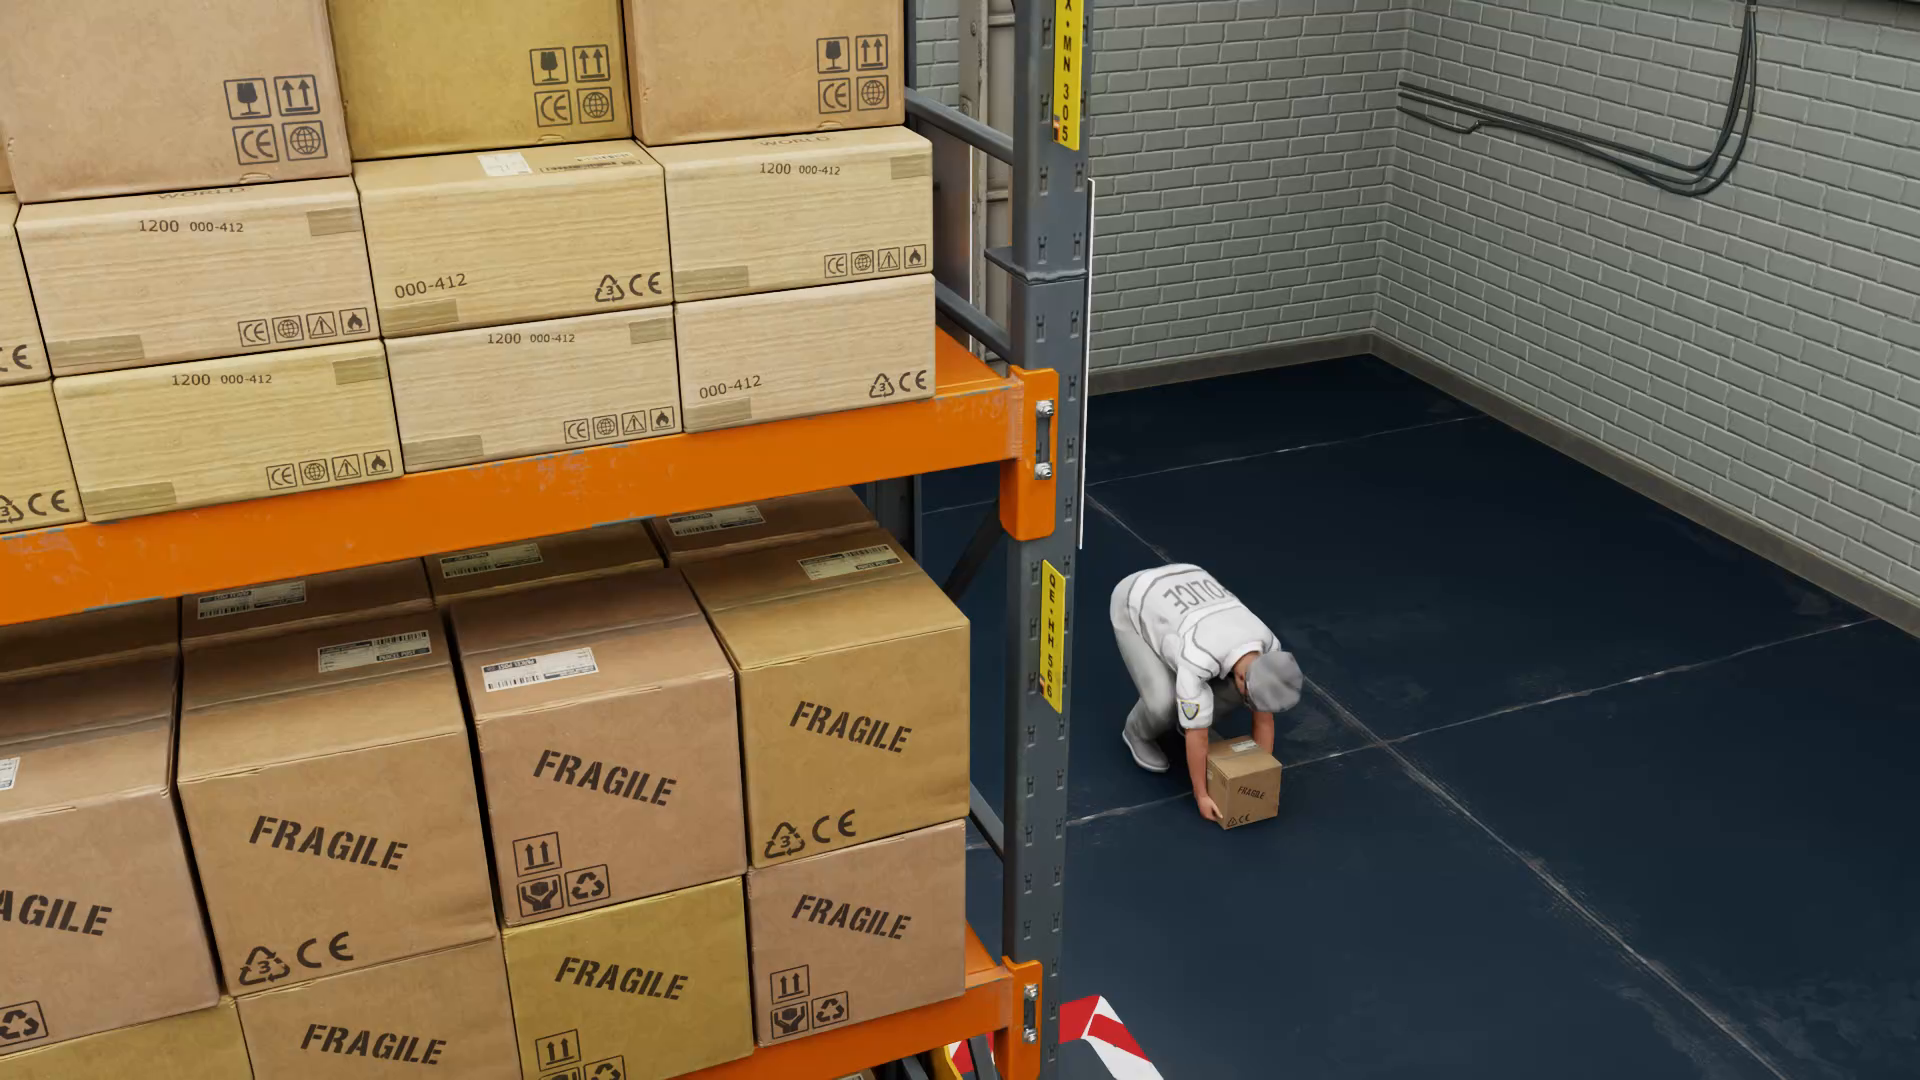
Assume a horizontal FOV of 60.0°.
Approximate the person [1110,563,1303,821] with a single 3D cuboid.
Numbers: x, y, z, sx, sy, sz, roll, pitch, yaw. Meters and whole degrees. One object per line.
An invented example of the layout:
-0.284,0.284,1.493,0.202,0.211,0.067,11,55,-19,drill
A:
1.006,0.608,6.911,0.524,0.865,1.031,-11,28,-22,person
